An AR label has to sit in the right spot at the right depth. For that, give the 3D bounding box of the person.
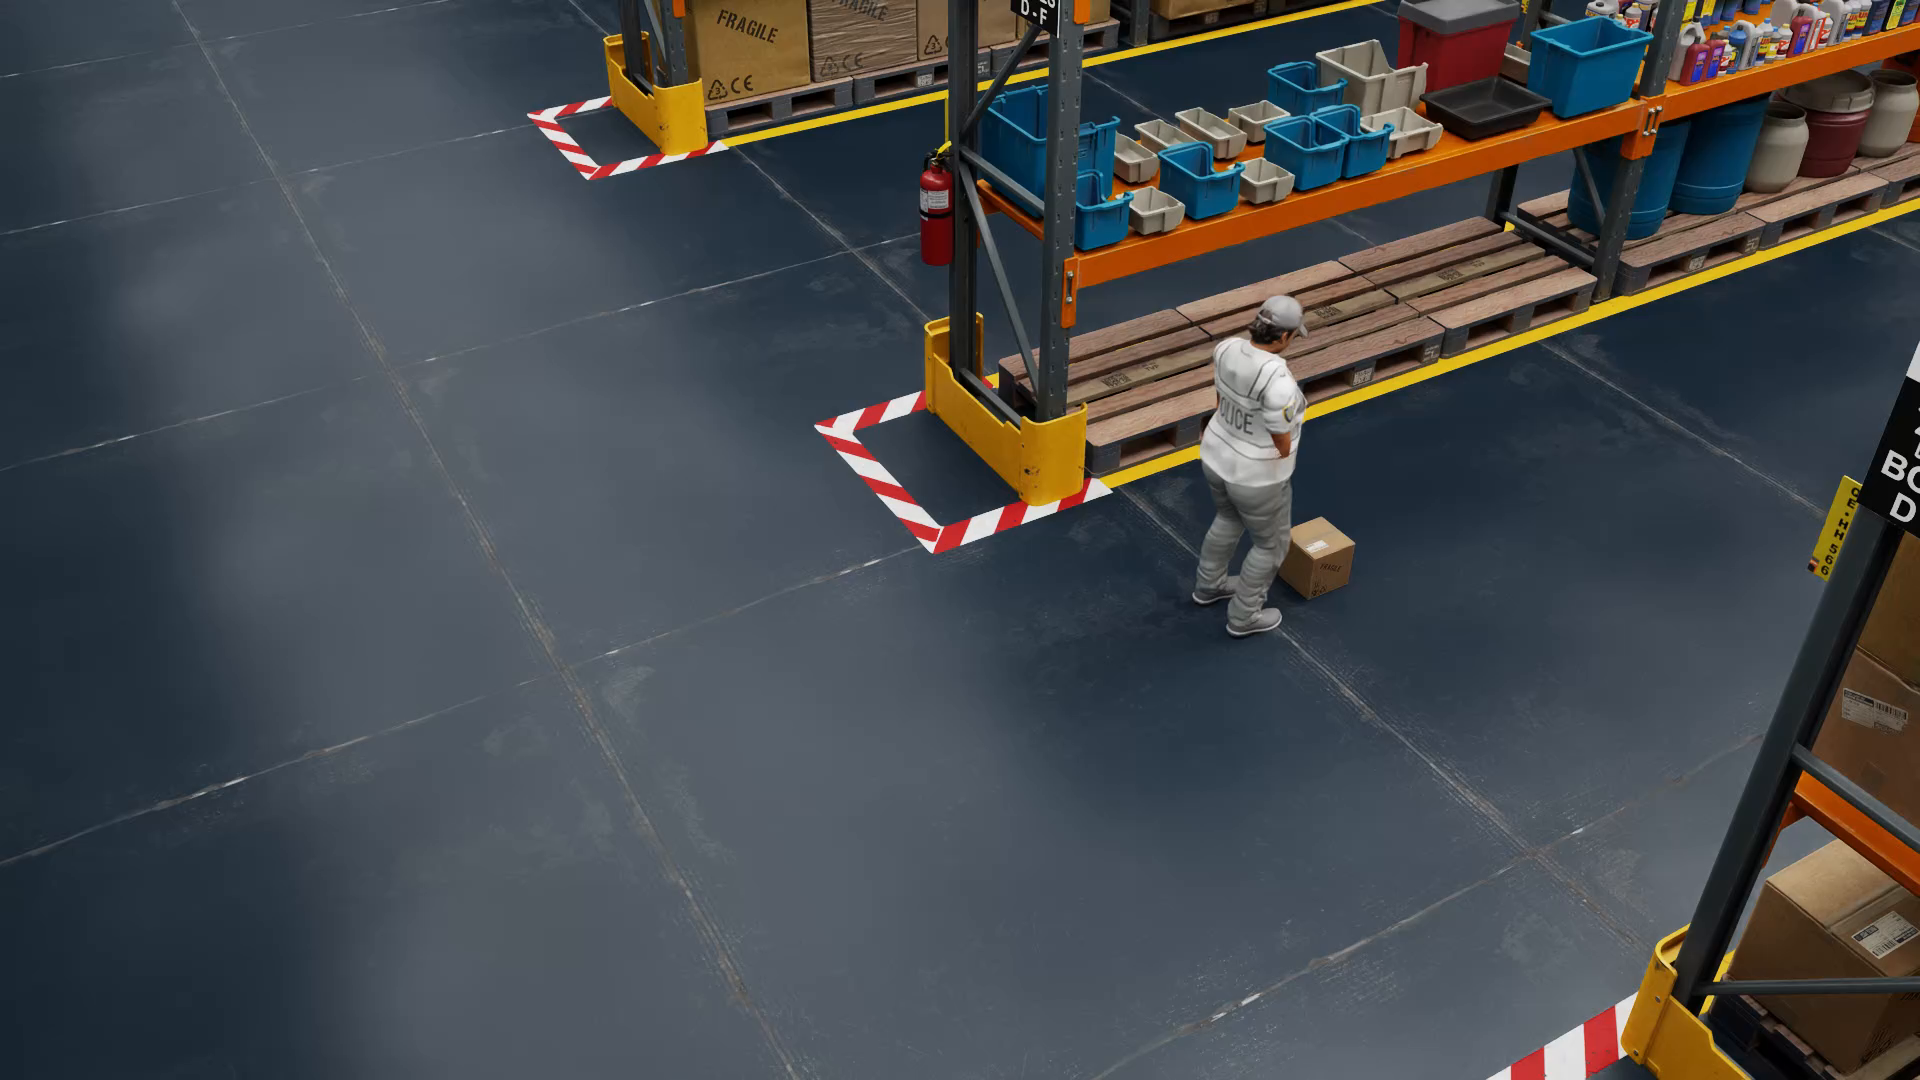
[{"bbox_3d":[1.288,-0.331,7.399,0.428,1.634,0.483,-18,41,-23],"label":"person"}]
